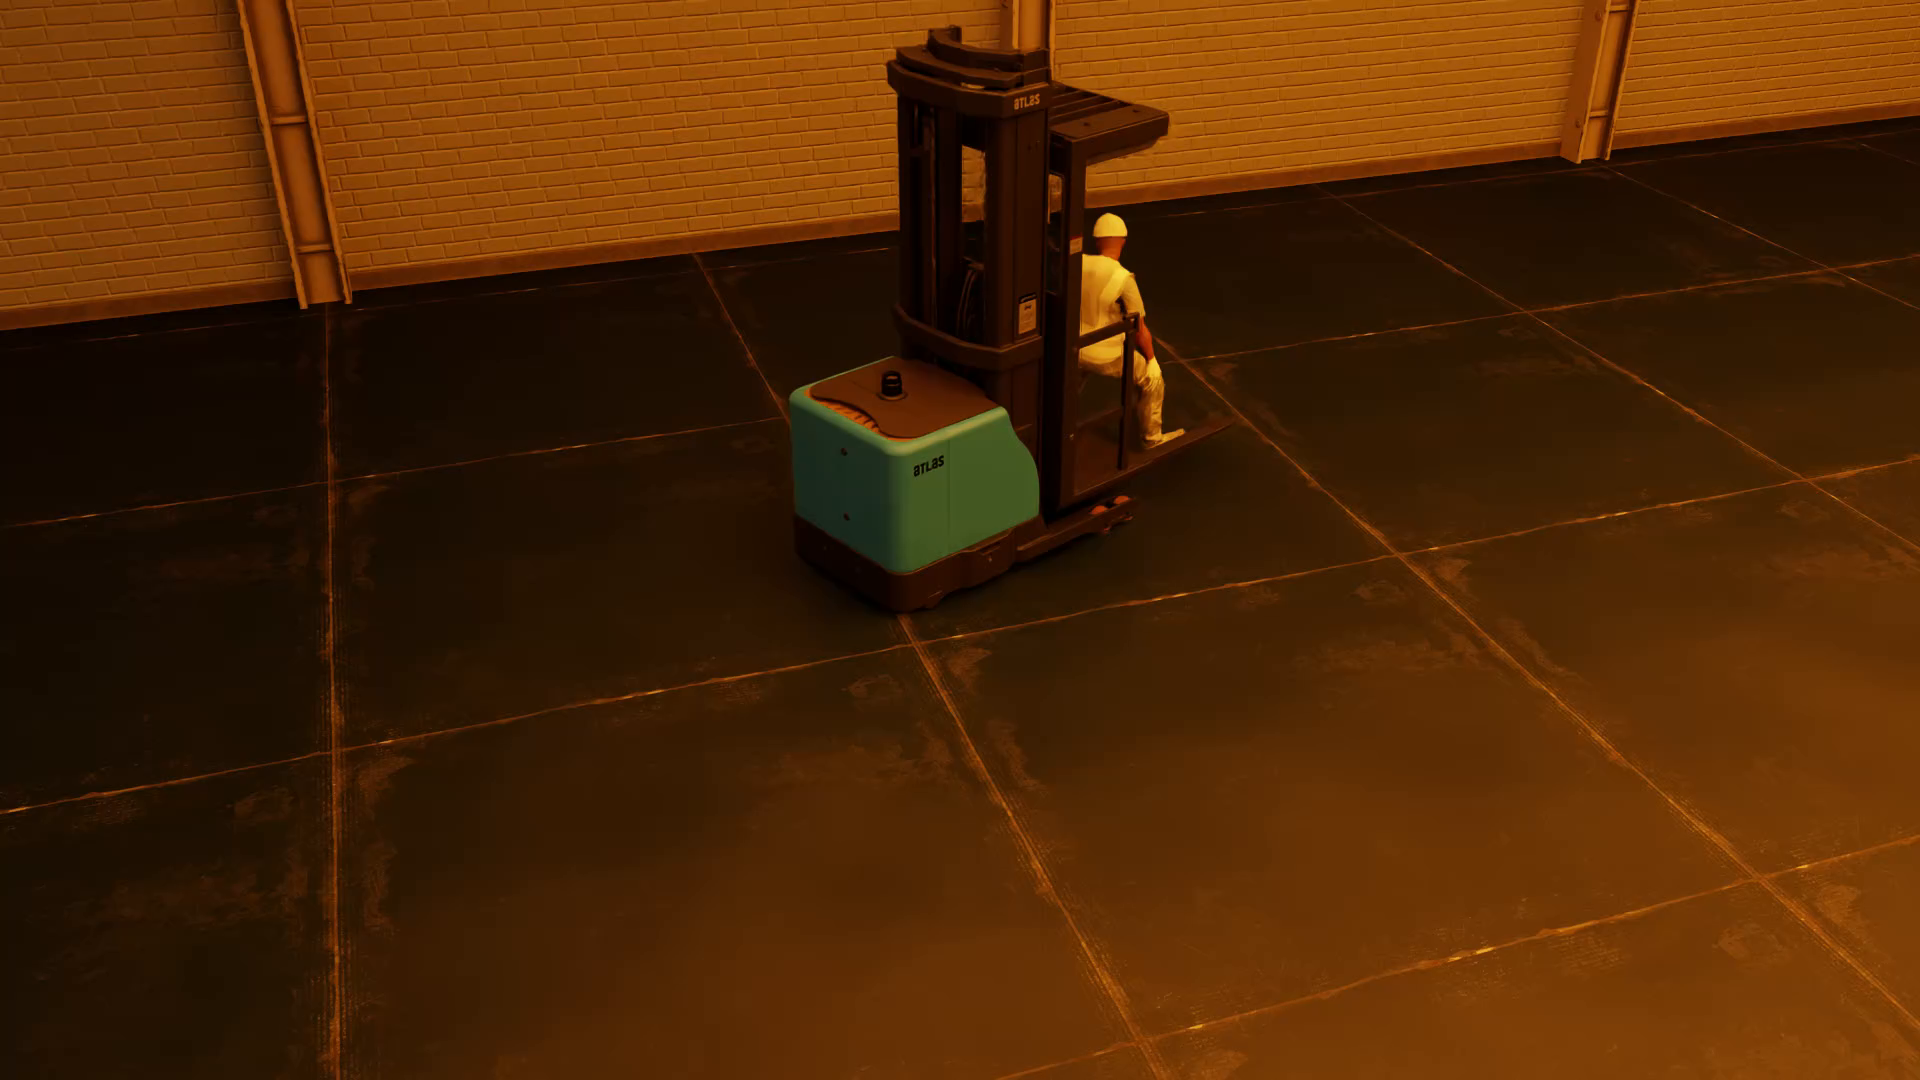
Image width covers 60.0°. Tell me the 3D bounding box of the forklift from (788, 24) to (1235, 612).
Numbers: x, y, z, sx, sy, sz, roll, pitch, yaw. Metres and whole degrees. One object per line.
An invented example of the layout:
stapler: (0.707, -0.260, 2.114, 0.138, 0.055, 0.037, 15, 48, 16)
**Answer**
forklift: (0.458, -1.486, 9.669, 3.031, 2.935, 1.130, -24, 38, -35)

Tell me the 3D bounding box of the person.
person: (0.952, -1.253, 10.511, 0.876, 1.642, 0.823, -27, 39, -38)
